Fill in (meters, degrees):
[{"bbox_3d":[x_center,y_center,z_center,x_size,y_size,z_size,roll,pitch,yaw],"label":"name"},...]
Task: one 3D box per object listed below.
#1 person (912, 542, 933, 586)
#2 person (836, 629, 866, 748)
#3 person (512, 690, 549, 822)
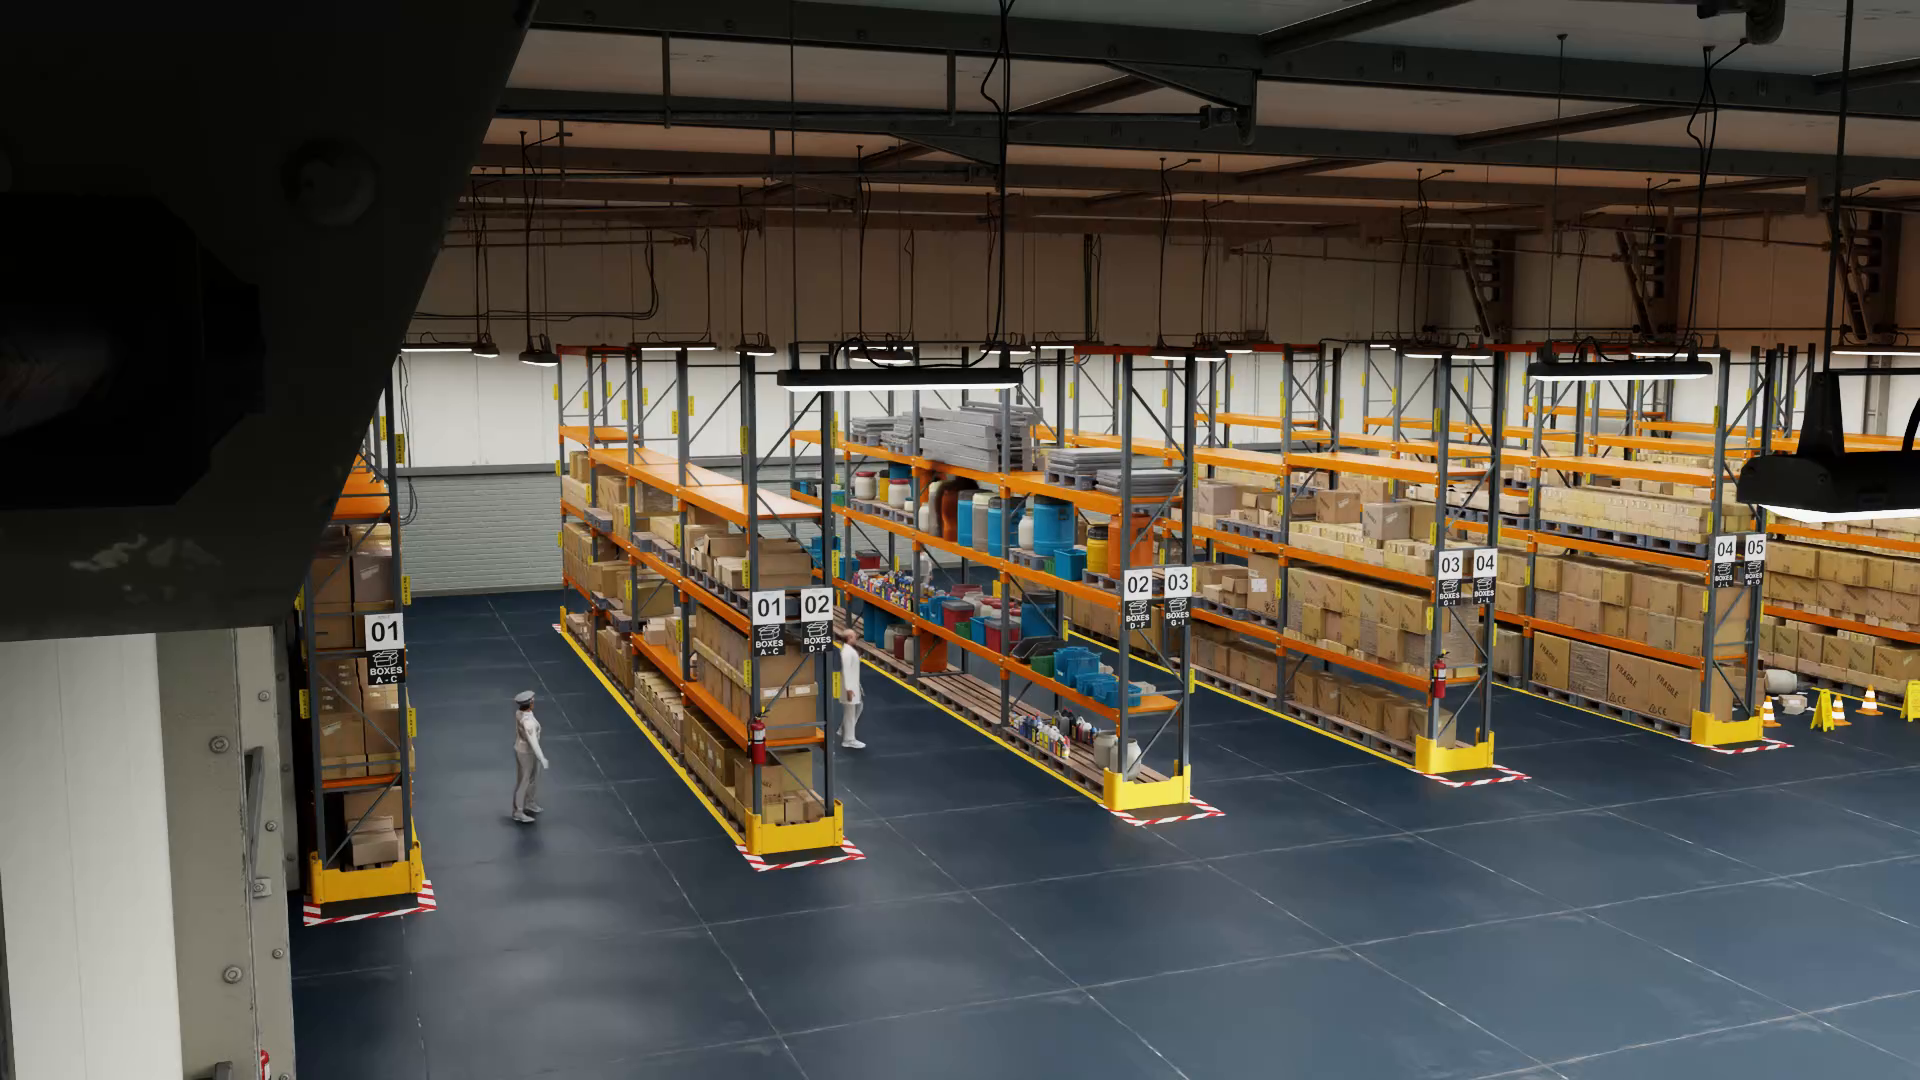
[{"bbox_3d":[-0.865,0.844,37.314,0.443,1.497,0.473,-3,8,-24],"label":"person"},{"bbox_3d":[-1.657,2.239,25.098,0.475,1.808,0.683,0,7,1],"label":"person"},{"bbox_3d":[-5.593,2.788,21.581,0.478,1.716,0.630,-2,8,-17],"label":"person"}]
